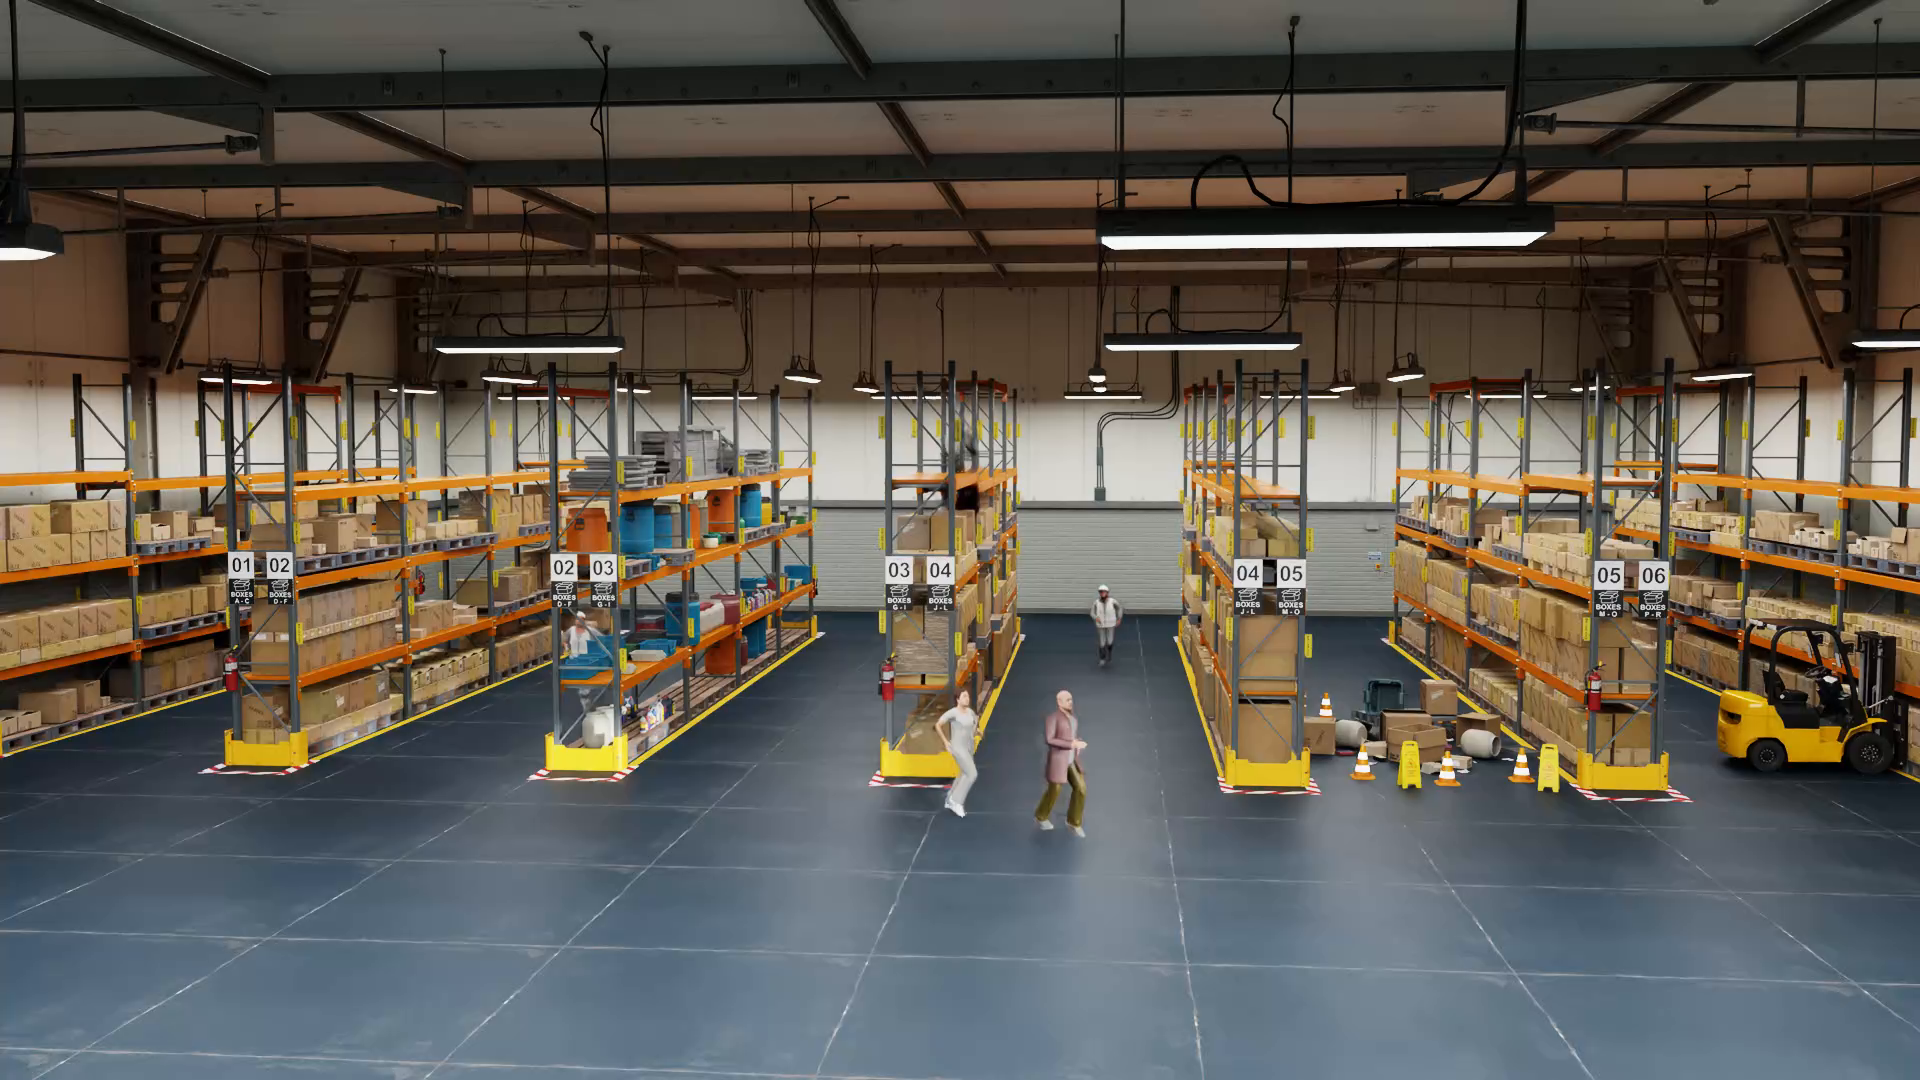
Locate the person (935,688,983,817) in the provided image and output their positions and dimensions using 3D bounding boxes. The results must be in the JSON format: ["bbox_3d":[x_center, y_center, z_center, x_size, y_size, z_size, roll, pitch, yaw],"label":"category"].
[{"bbox_3d":[0.035,2.747,21.571,0.672,1.660,0.541,3,5,40],"label":"person"}]

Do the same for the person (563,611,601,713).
[{"bbox_3d":[-6.759,2.176,29.592,0.635,1.825,0.749,0,4,7],"label":"person"}]

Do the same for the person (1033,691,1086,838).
[{"bbox_3d":[1.271,2.782,20.553,0.836,1.869,0.729,4,5,44],"label":"person"}]

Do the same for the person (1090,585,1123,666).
[{"bbox_3d":[3.092,1.825,35.207,0.682,1.734,0.703,1,4,9],"label":"person"}]
